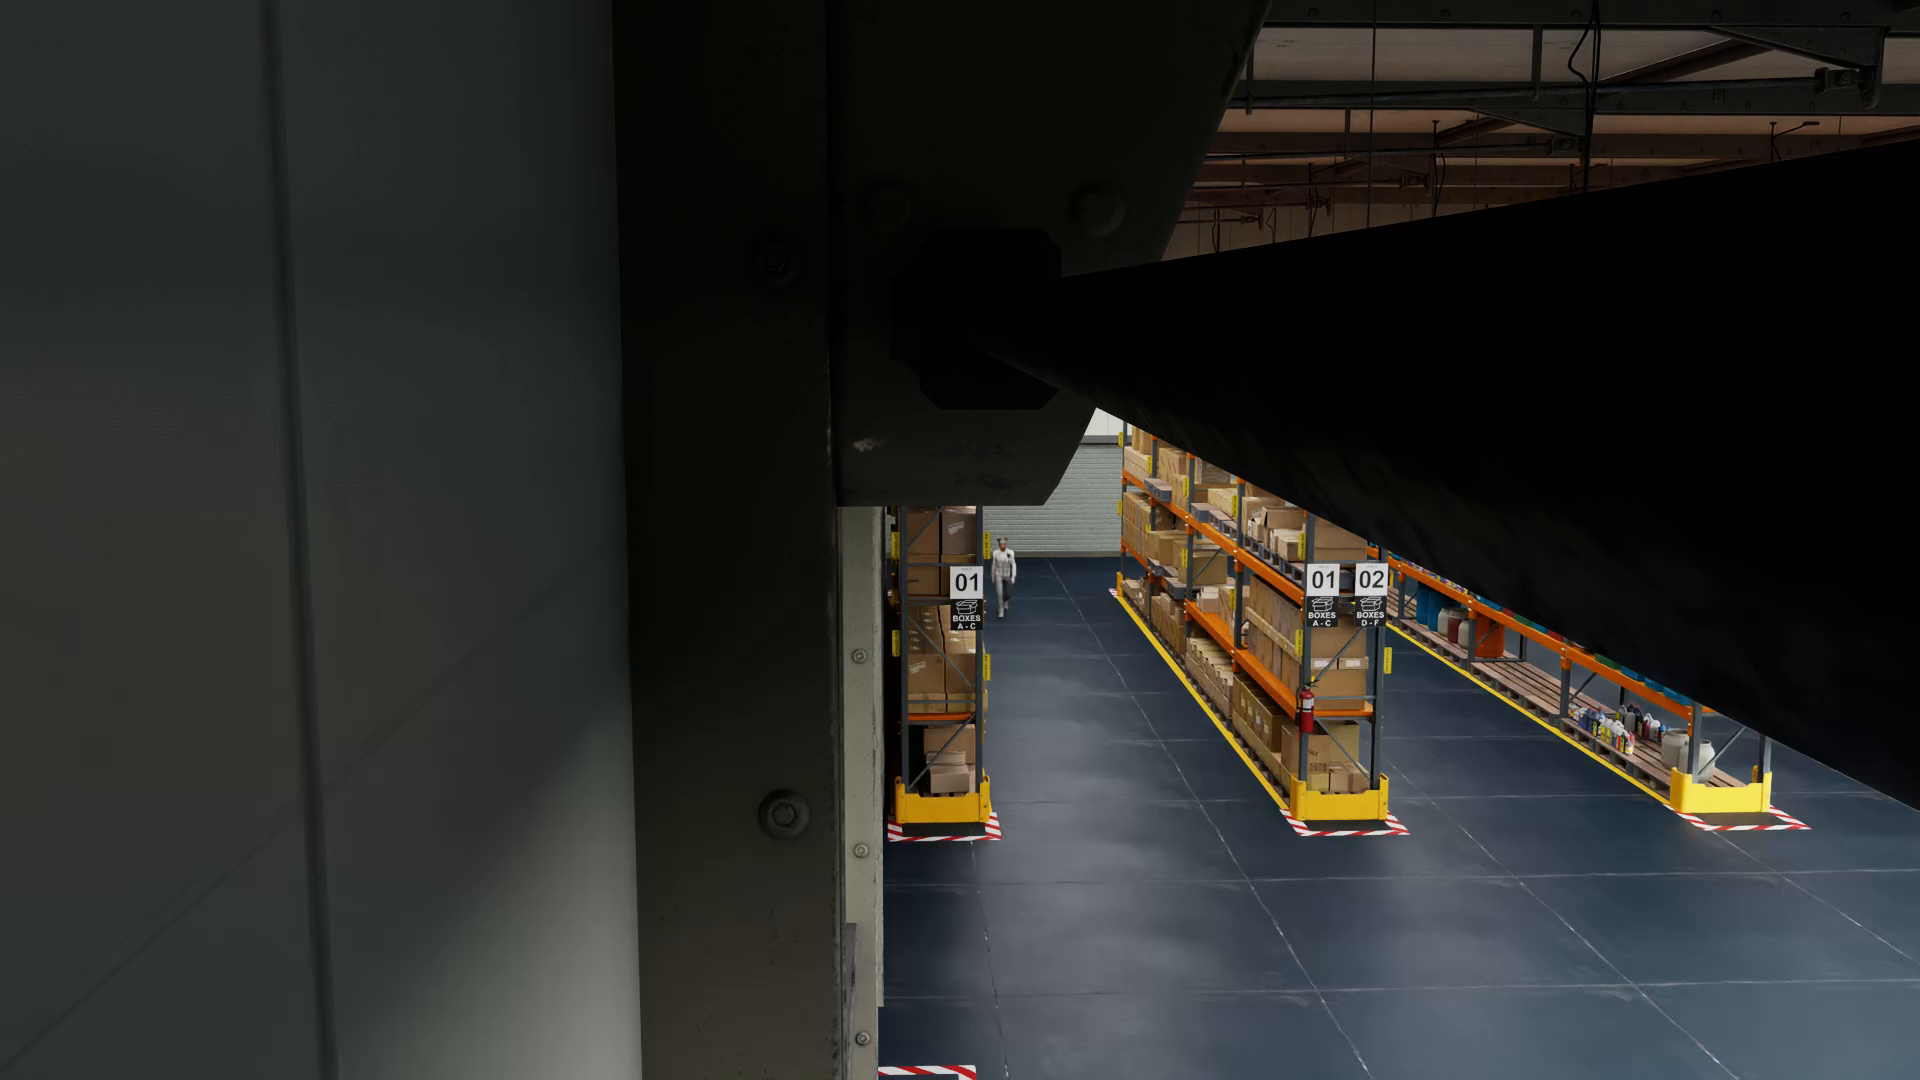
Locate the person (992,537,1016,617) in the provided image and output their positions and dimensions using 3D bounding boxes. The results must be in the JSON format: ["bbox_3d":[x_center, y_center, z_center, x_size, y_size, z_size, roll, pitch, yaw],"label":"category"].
[{"bbox_3d":[0.901,0.723,34.089,0.488,1.632,0.852,-1,8,-5],"label":"person"}]
